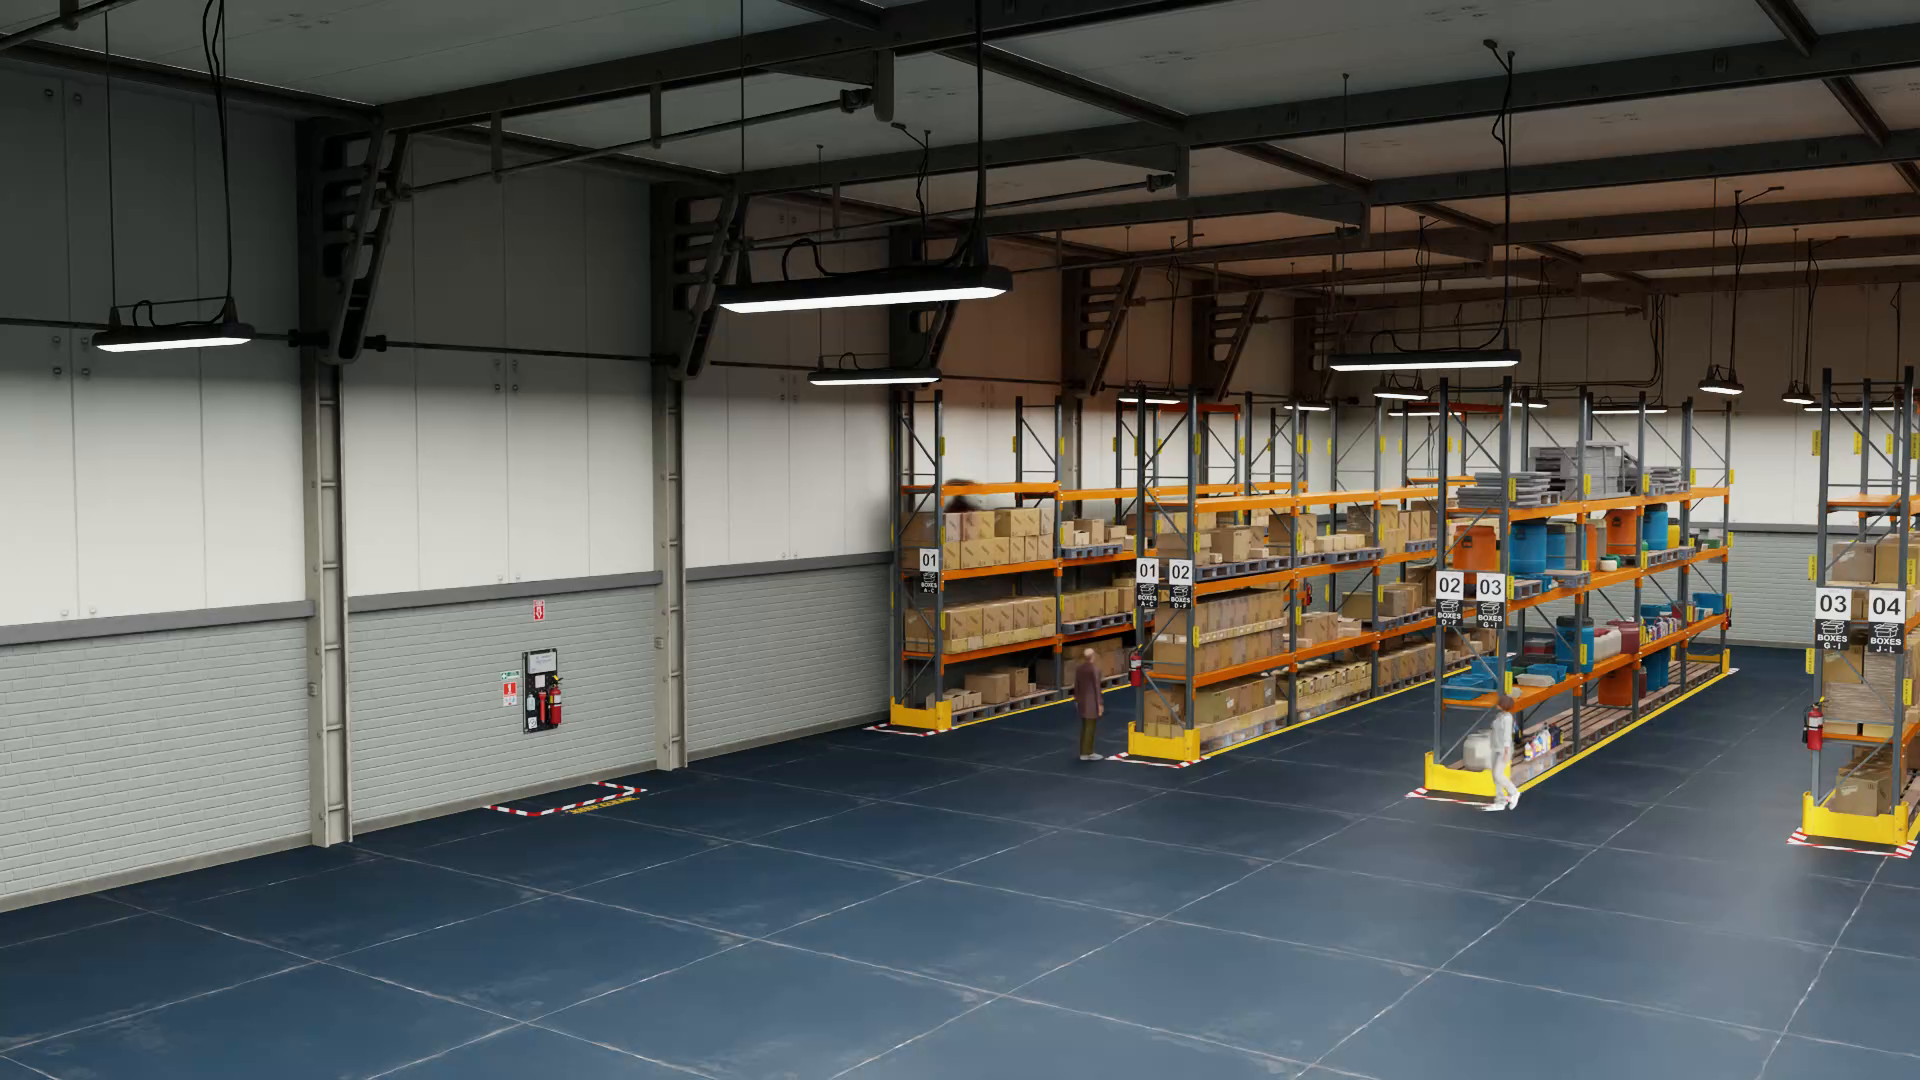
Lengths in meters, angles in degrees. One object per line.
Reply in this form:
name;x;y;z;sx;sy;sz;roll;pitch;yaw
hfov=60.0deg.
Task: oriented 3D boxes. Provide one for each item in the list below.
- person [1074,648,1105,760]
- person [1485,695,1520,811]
person;2.132;2.632;26.609;0.519;1.813;0.666;-2;4;-30
person;7.412;2.909;22.703;0.441;1.601;0.415;-1;3;-15
